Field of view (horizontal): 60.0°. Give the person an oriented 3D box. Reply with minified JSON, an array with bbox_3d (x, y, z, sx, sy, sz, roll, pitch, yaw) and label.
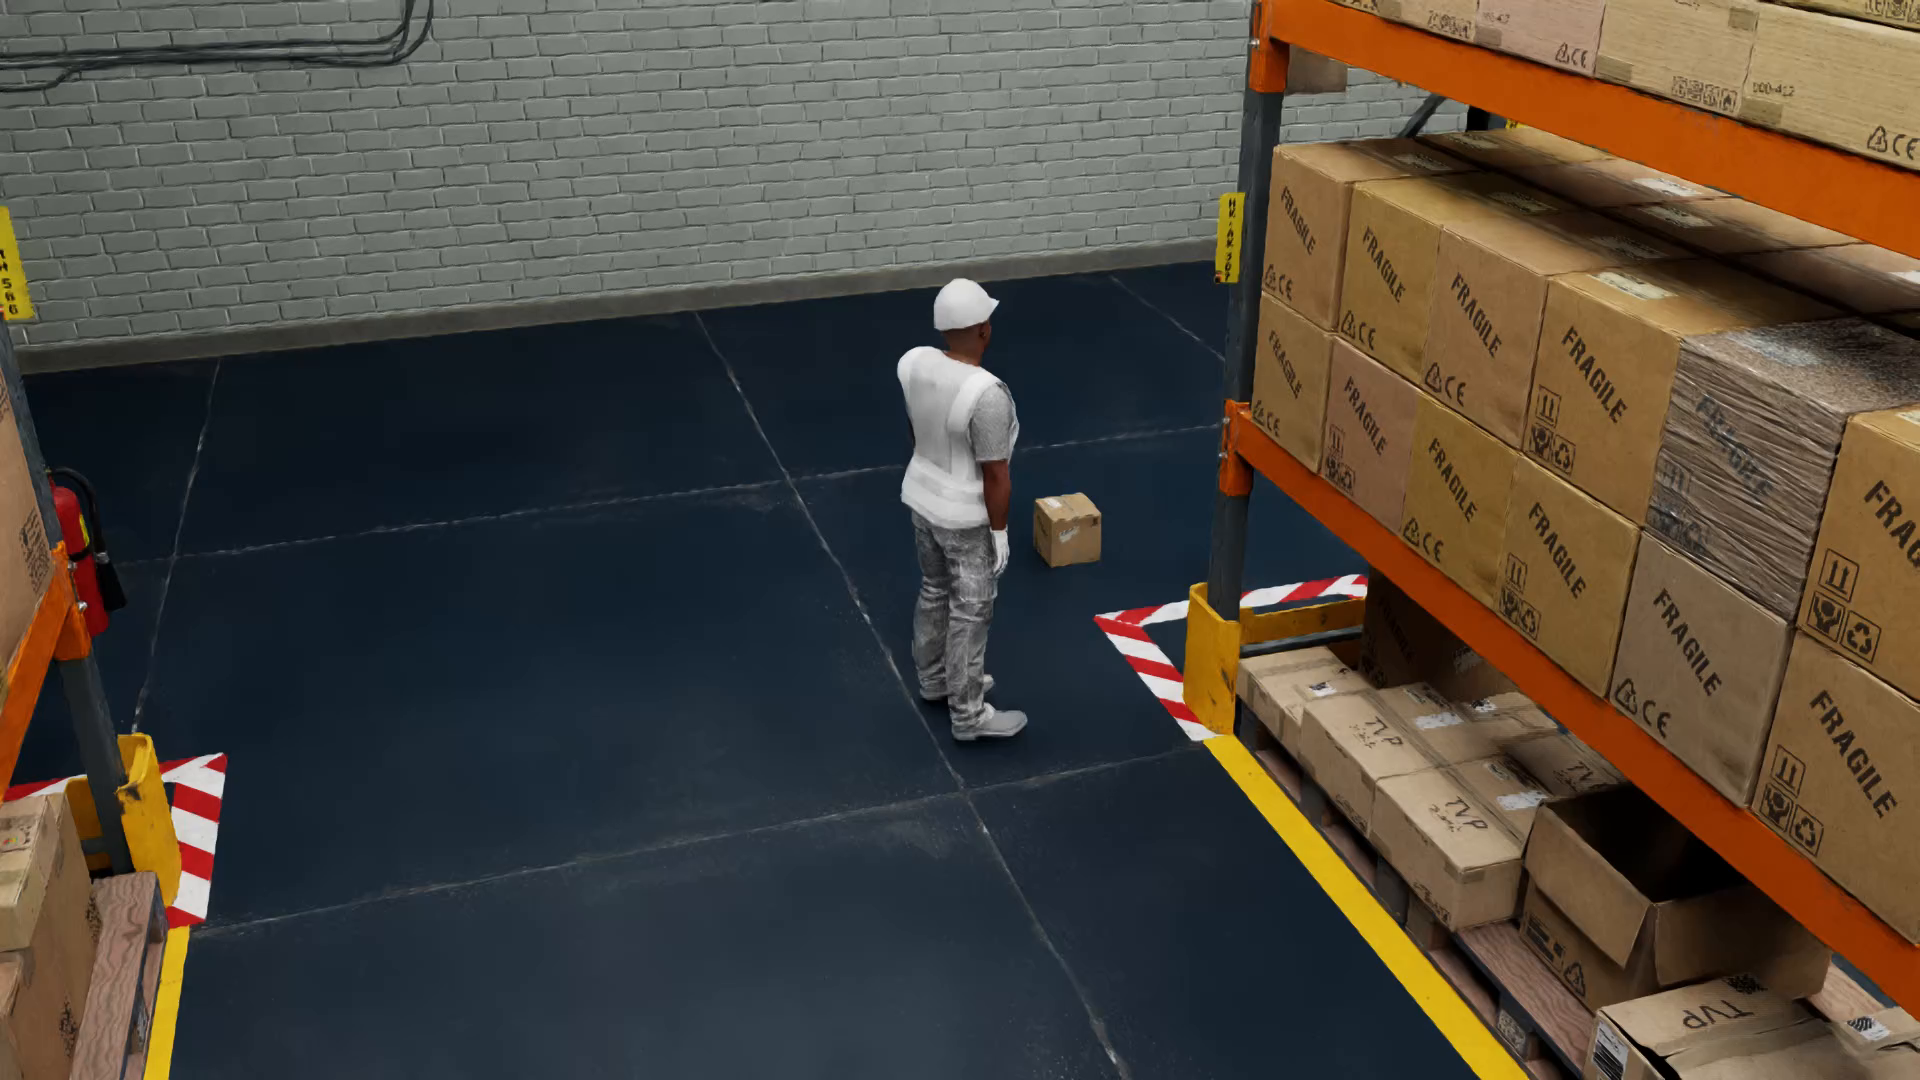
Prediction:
[{"bbox_3d":[0.009,-0.119,6.270,0.397,1.791,0.619,-17,31,-31],"label":"person"}]
